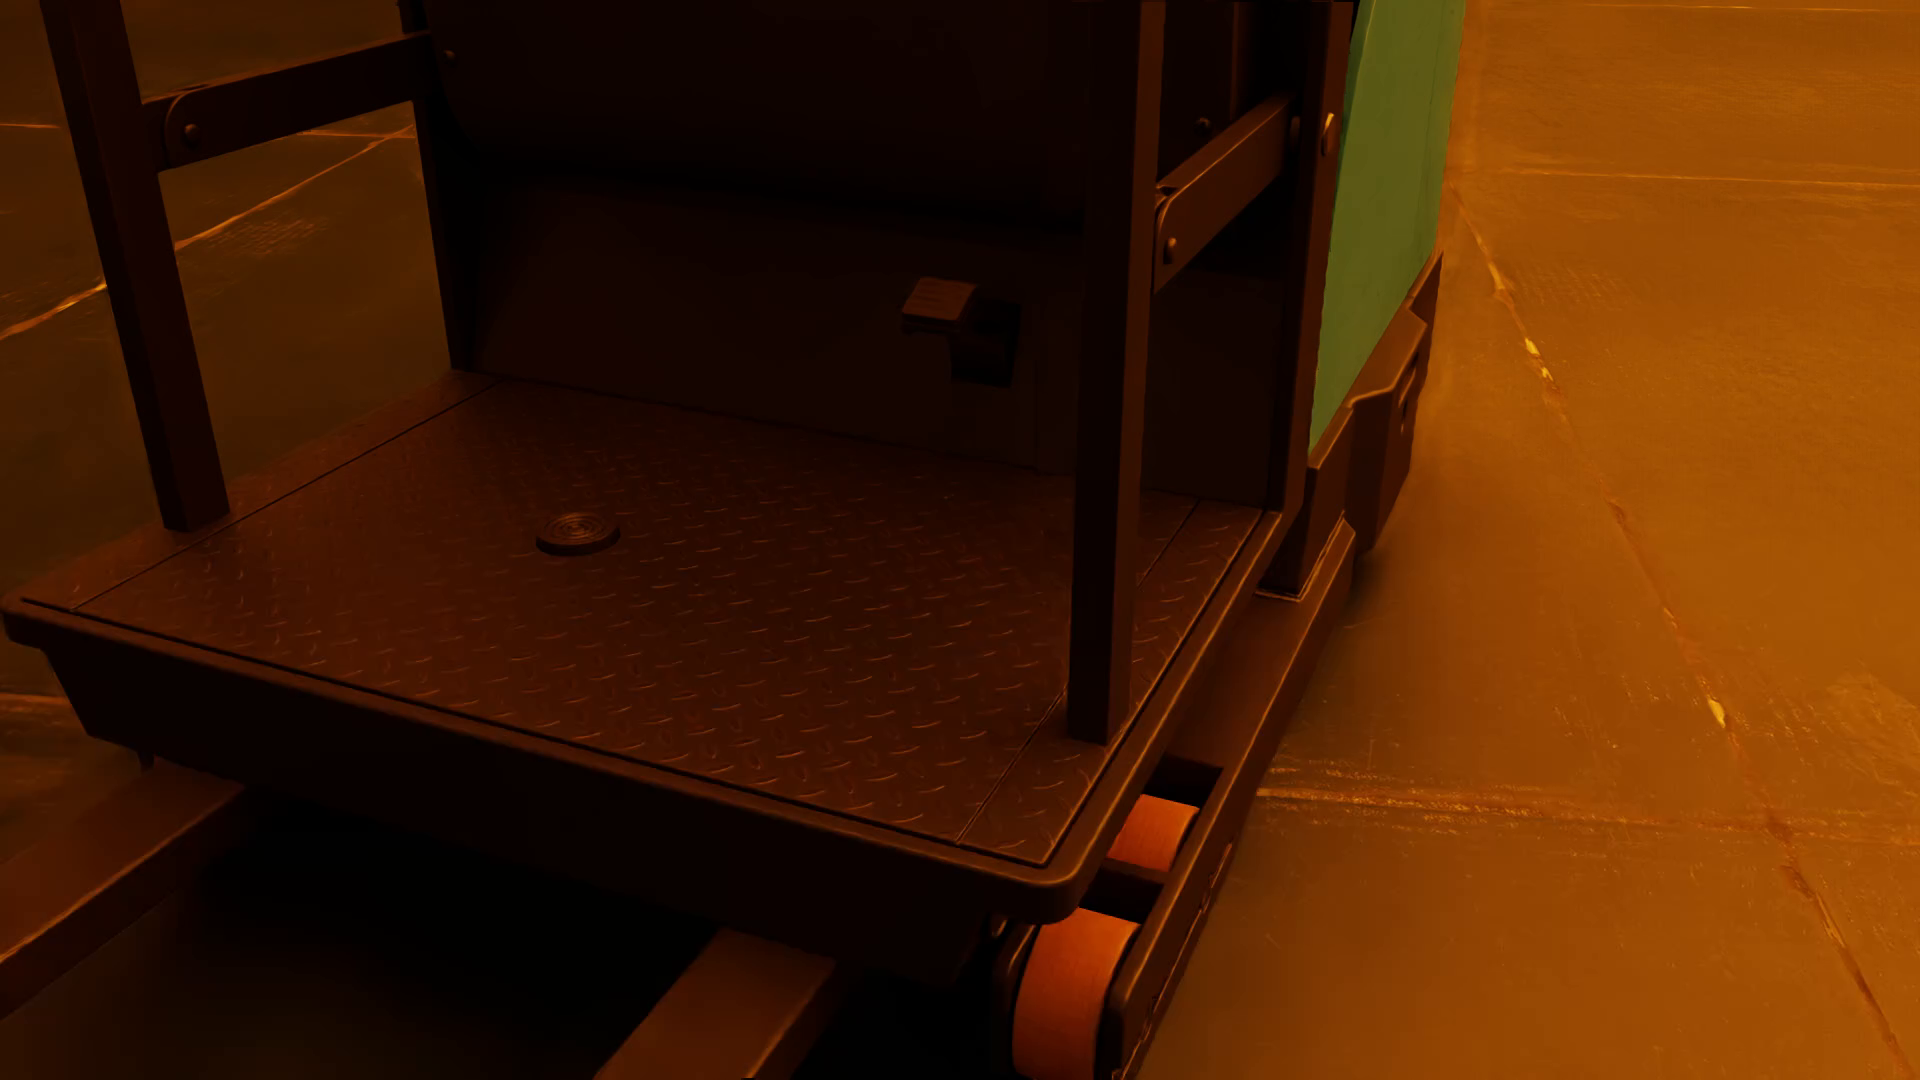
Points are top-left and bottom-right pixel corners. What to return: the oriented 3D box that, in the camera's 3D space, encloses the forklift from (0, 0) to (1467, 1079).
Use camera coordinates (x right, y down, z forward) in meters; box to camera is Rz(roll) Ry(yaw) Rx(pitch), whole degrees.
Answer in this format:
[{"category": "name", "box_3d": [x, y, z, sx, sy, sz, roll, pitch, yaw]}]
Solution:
[{"category": "forklift", "box_3d": [-0.236, -1.030, 1.282, 1.130, 2.935, 3.031, 11, 29, 21]}]
